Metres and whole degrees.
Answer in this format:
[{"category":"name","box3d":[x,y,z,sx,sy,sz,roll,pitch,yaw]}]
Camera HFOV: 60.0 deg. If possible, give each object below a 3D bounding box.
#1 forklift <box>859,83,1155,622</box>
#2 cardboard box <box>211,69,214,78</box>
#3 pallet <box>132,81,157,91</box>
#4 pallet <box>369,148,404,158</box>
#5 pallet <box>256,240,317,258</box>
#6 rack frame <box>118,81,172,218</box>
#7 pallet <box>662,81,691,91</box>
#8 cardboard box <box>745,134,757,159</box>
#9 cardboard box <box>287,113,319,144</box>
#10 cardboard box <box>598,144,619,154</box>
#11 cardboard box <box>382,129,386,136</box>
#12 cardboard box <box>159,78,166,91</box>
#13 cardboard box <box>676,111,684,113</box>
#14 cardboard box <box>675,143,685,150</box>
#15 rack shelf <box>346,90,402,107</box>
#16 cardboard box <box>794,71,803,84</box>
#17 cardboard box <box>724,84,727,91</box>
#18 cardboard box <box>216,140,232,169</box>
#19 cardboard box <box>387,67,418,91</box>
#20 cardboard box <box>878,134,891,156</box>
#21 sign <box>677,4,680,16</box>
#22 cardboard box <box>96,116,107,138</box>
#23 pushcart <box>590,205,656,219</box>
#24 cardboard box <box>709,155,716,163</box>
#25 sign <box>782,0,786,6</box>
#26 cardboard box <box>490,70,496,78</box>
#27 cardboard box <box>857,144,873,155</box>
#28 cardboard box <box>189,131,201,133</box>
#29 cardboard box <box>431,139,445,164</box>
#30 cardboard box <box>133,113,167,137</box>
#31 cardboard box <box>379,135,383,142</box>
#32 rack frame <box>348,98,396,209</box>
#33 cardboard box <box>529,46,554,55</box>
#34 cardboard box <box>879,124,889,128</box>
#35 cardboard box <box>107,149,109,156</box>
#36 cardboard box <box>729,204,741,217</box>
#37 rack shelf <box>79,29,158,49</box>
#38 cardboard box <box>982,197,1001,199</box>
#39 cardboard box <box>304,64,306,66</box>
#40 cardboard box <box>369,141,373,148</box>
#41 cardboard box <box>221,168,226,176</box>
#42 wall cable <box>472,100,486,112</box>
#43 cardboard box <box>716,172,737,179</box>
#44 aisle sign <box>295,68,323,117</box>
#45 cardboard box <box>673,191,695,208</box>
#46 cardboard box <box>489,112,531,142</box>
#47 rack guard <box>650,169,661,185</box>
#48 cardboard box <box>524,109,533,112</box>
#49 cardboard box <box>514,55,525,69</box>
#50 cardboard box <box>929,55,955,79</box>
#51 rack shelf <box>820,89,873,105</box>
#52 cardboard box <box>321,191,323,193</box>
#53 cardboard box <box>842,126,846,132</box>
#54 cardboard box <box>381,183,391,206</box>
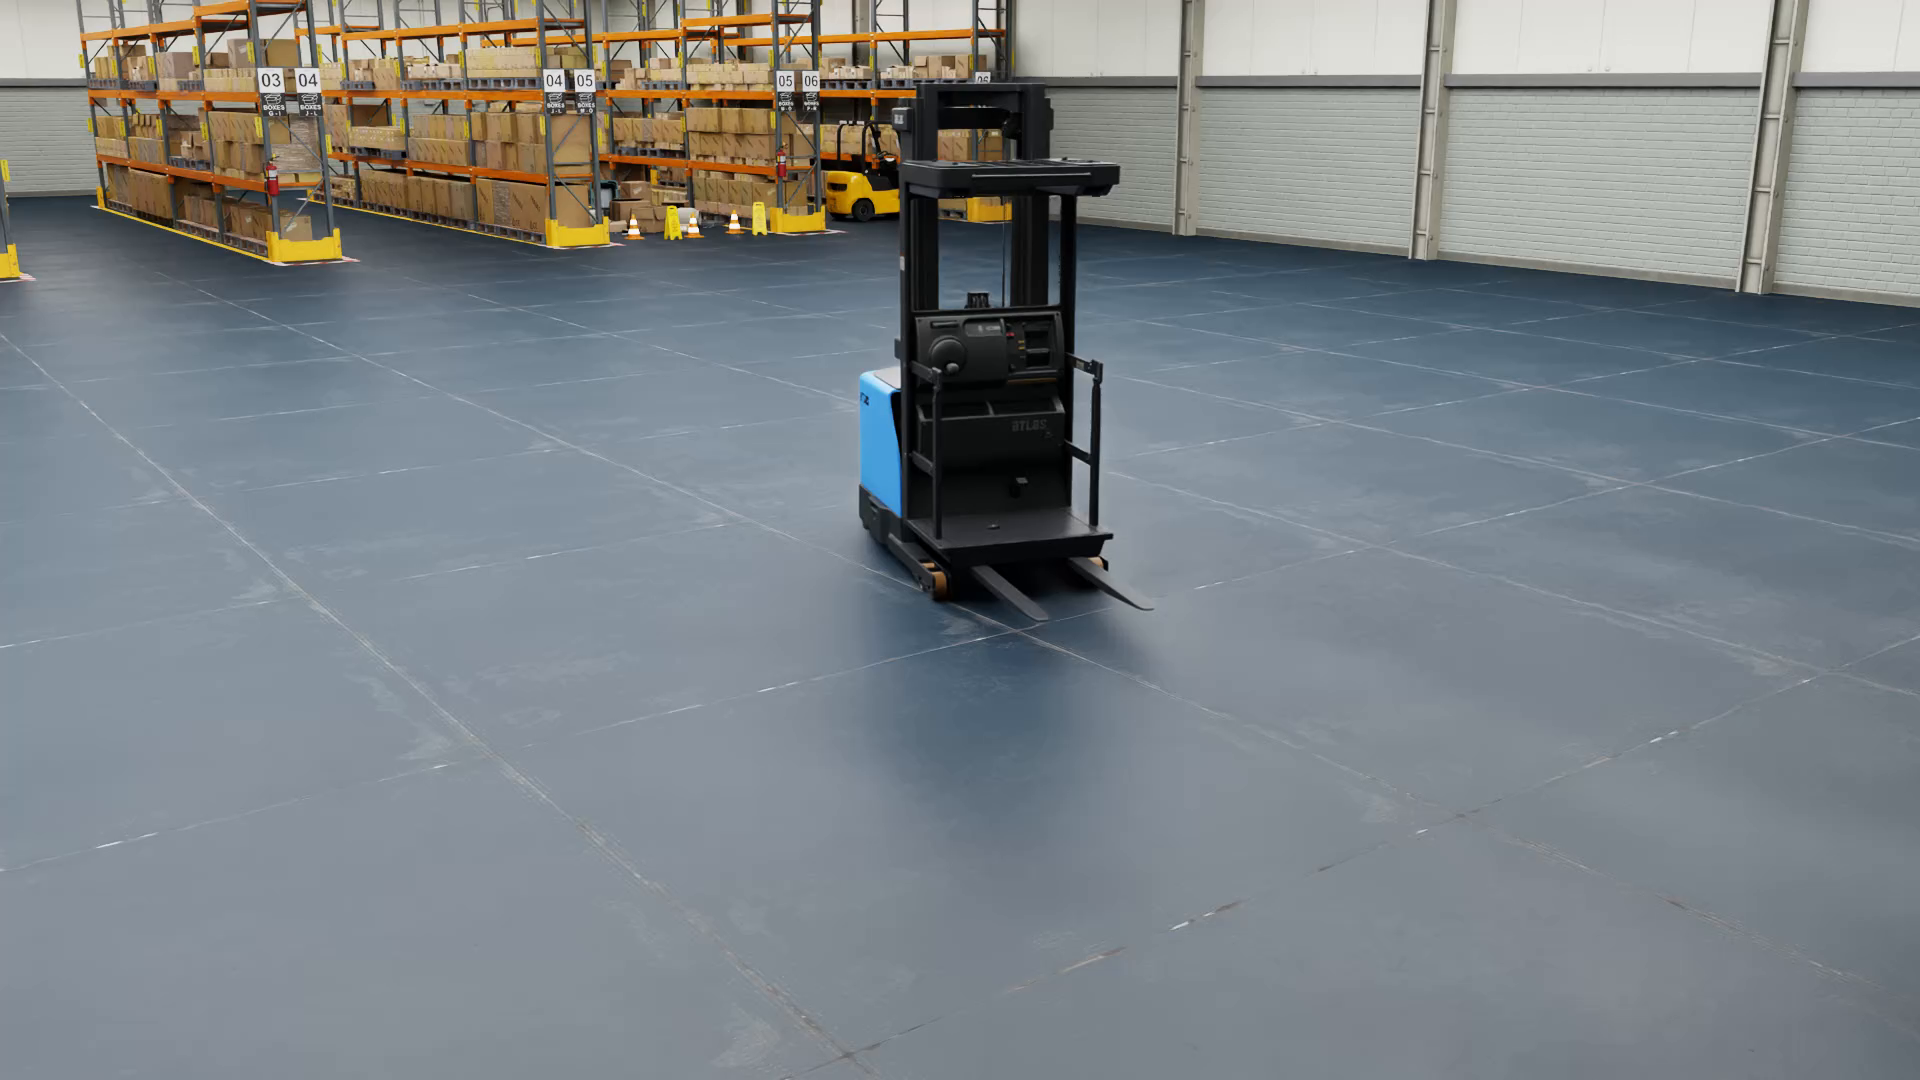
[{"category":"forklift","box3d":[0.253,-1.184,9.850,1.130,2.935,3.031,-5,16,-18]},{"category":"cardboard box","box3d":[-13.529,-8.571,30.556,0.380,0.149,0.250,-12,19,-37]},{"category":"pallet","box3d":[-17.116,-9.745,35.675,1.003,0.211,1.213,-10,18,-32]},{"category":"pallet","box3d":[-13.160,-9.094,38.983,1.003,0.211,1.213,-11,19,-35]},{"category":"pallet","box3d":[-11.824,-5.164,29.543,1.003,0.211,1.213,-11,19,-35]},{"category":"rack frame","box3d":[-18.386,-8.876,37.823,1.000,3.000,0.127,-11,19,-35]},{"category":"pallet","box3d":[-5.943,-10.210,37.373,1.213,0.211,1.003,-11,19,-35]},{"category":"cardboard box","box3d":[-4.147,-8.224,34.689,0.500,0.500,0.500,-11,19,-34]},{"category":"cardboard box","box3d":[-11.433,-7.147,28.860,0.500,0.500,0.500,-11,19,-35]},{"category":"cardboard box","box3d":[-8.526,-9.555,40.590,0.500,0.250,0.500,-12,19,-36]},{"category":"cardboard box","box3d":[-12.922,-9.282,37.860,0.380,0.149,0.250,-10,18,-33]},{"category":"cardboard box","box3d":[-15.964,-9.256,33.816,0.500,0.250,0.500,-10,18,-34]},{"category":"cardboard box","box3d":[-7.778,-12.013,47.587,0.500,0.500,0.500,-10,18,-33]},{"category":"cardboard box","box3d":[-6.192,-8.854,37.425,0.380,0.149,0.250,-11,19,-34]},{"category":"rack shelf","box3d":[-13.139,-10.297,38.696,1.077,0.370,4.000,-11,19,-35]},{"category":"cardboard box","box3d":[-3.394,-9.518,34.209,0.500,0.250,0.500,-11,19,-36]},{"category":"cardboard box","box3d":[-4.774,-9.597,35.251,0.380,0.149,0.250,-11,19,-34]},{"category":"cardboard box","box3d":[-13.202,-7.141,30.733,0.875,0.500,0.500,-11,19,-35]},{"category":"cardboard box","box3d":[-12.504,-10.348,37.329,0.500,0.500,0.500,-11,19,-35]},{"category":"cardboard box","box3d":[-1.604,-9.390,39.513,0.500,0.500,0.500,-12,19,-36]},{"category":"sign","box3d":[-8.248,-15.542,48.745,0.100,0.325,0.005,-11,19,-35]},{"category":"cardboard box","box3d":[-20.380,-9.912,39.908,0.500,0.500,0.500,-11,19,-36]},{"category":"pushcart","box3d":[-7.481,-7.076,36.216,0.936,0.377,1.648,10,18,33]},{"category":"cardboard box","box3d":[-5.252,-8.311,36.237,0.380,0.149,0.250,-10,18,-33]},{"category":"sign","box3d":[-4.438,-13.627,41.900,0.100,0.325,0.005,-11,19,-35]},{"category":"cardboard box","box3d":[-8.921,-9.090,32.415,0.380,0.149,0.250,-11,19,-34]},{"category":"cardboard box","box3d":[-2.161,-9.472,40.285,0.500,0.250,0.500,-10,18,-33]},{"category":"cardboard box","box3d":[-15.275,-8.060,33.857,0.700,0.500,0.500,-8,17,-26]},{"category":"cardboard box","box3d":[-11.029,-8.358,35.741,0.500,0.500,0.500,-11,19,-35]},{"category":"cardboard box","box3d":[-18.004,-9.273,37.184,0.797,0.503,0.637,-11,19,-36]},{"category":"cardboard box","box3d":[-13.083,-9.196,38.109,0.380,0.149,0.250,-11,19,-34]},{"category":"rack frame","box3d":[-14.315,-9.624,40.557,1.000,3.000,0.127,-11,19,-35]},{"category":"cardboard box","box3d":[-7.731,-9.042,30.729,0.380,0.149,0.250,-11,19,-34]},{"category":"cardboard box","box3d":[-1.706,-9.867,39.465,0.380,0.149,0.250,-10,18,-33]},{"category":"cardboard box","box3d":[-20.038,-9.208,39.512,0.380,0.149,0.250,-11,19,-35]},{"category":"cardboard box","box3d":[-4.618,-7.082,35.681,0.500,0.250,0.500,-12,19,-37]},{"category":"rack shelf","box3d":[-19.562,-11.657,38.740,1.077,0.370,4.000,-11,19,-35]},{"category":"cardboard box","box3d":[0.590,-7.873,37.625,0.500,0.250,0.500,-10,18,-34]},{"category":"cardboard box","box3d":[-16.660,-12.182,42.802,0.380,0.149,0.250,-11,19,-35]},{"category":"cardboard box","box3d":[-13.537,-9.218,38.753,0.380,0.149,0.250,-12,19,-37]},{"category":"cardboard box","box3d":[-13.493,-6.849,30.895,0.380,0.149,0.250,-11,19,-35]},{"category":"wall cable","box3d":[-14.916,-13.181,51.630,0.588,1.984,0.122,-11,19,-35]},{"category":"cardboard box","box3d":[-5.048,-7.886,35.972,0.380,0.149,0.250,-10,18,-31]},{"category":"aisle sign","box3d":[-11.051,-7.601,28.240,0.394,0.787,0.004,-11,19,-35]},{"category":"cardboard box","box3d":[-5.977,-7.753,37.901,0.950,0.372,0.625,-11,19,-34]},{"category":"cardboard box","box3d":[-8.798,-8.189,32.984,0.875,0.550,0.550,-11,19,-35]},{"category":"rack guard","box3d":[-8.664,-10.818,49.653,1.175,0.500,0.348,-11,19,-35]},{"category":"cardboard box","box3d":[-11.163,-11.112,43.910,0.500,0.500,0.500,-11,19,-35]},{"category":"cardboard box","box3d":[-8.066,-8.999,31.325,0.500,0.250,0.500,-11,19,-34]},{"category":"cardboard box","box3d":[-0.280,-10.660,37.484,0.700,0.500,0.500,-11,19,-34]},{"category":"rack shelf","box3d":[-2.829,-11.004,41.279,1.077,0.370,4.000,-11,19,-35]},{"category":"cardboard box","box3d":[-16.397,-9.101,43.251,0.380,0.149,0.250,-11,19,-35]},{"category":"cardboard box","box3d":[-2.667,-10.091,40.844,0.380,0.149,0.250,-11,19,-36]},{"category":"cardboard box","box3d":[-13.187,-8.089,38.887,0.500,0.500,0.500,-12,19,-37]}]
